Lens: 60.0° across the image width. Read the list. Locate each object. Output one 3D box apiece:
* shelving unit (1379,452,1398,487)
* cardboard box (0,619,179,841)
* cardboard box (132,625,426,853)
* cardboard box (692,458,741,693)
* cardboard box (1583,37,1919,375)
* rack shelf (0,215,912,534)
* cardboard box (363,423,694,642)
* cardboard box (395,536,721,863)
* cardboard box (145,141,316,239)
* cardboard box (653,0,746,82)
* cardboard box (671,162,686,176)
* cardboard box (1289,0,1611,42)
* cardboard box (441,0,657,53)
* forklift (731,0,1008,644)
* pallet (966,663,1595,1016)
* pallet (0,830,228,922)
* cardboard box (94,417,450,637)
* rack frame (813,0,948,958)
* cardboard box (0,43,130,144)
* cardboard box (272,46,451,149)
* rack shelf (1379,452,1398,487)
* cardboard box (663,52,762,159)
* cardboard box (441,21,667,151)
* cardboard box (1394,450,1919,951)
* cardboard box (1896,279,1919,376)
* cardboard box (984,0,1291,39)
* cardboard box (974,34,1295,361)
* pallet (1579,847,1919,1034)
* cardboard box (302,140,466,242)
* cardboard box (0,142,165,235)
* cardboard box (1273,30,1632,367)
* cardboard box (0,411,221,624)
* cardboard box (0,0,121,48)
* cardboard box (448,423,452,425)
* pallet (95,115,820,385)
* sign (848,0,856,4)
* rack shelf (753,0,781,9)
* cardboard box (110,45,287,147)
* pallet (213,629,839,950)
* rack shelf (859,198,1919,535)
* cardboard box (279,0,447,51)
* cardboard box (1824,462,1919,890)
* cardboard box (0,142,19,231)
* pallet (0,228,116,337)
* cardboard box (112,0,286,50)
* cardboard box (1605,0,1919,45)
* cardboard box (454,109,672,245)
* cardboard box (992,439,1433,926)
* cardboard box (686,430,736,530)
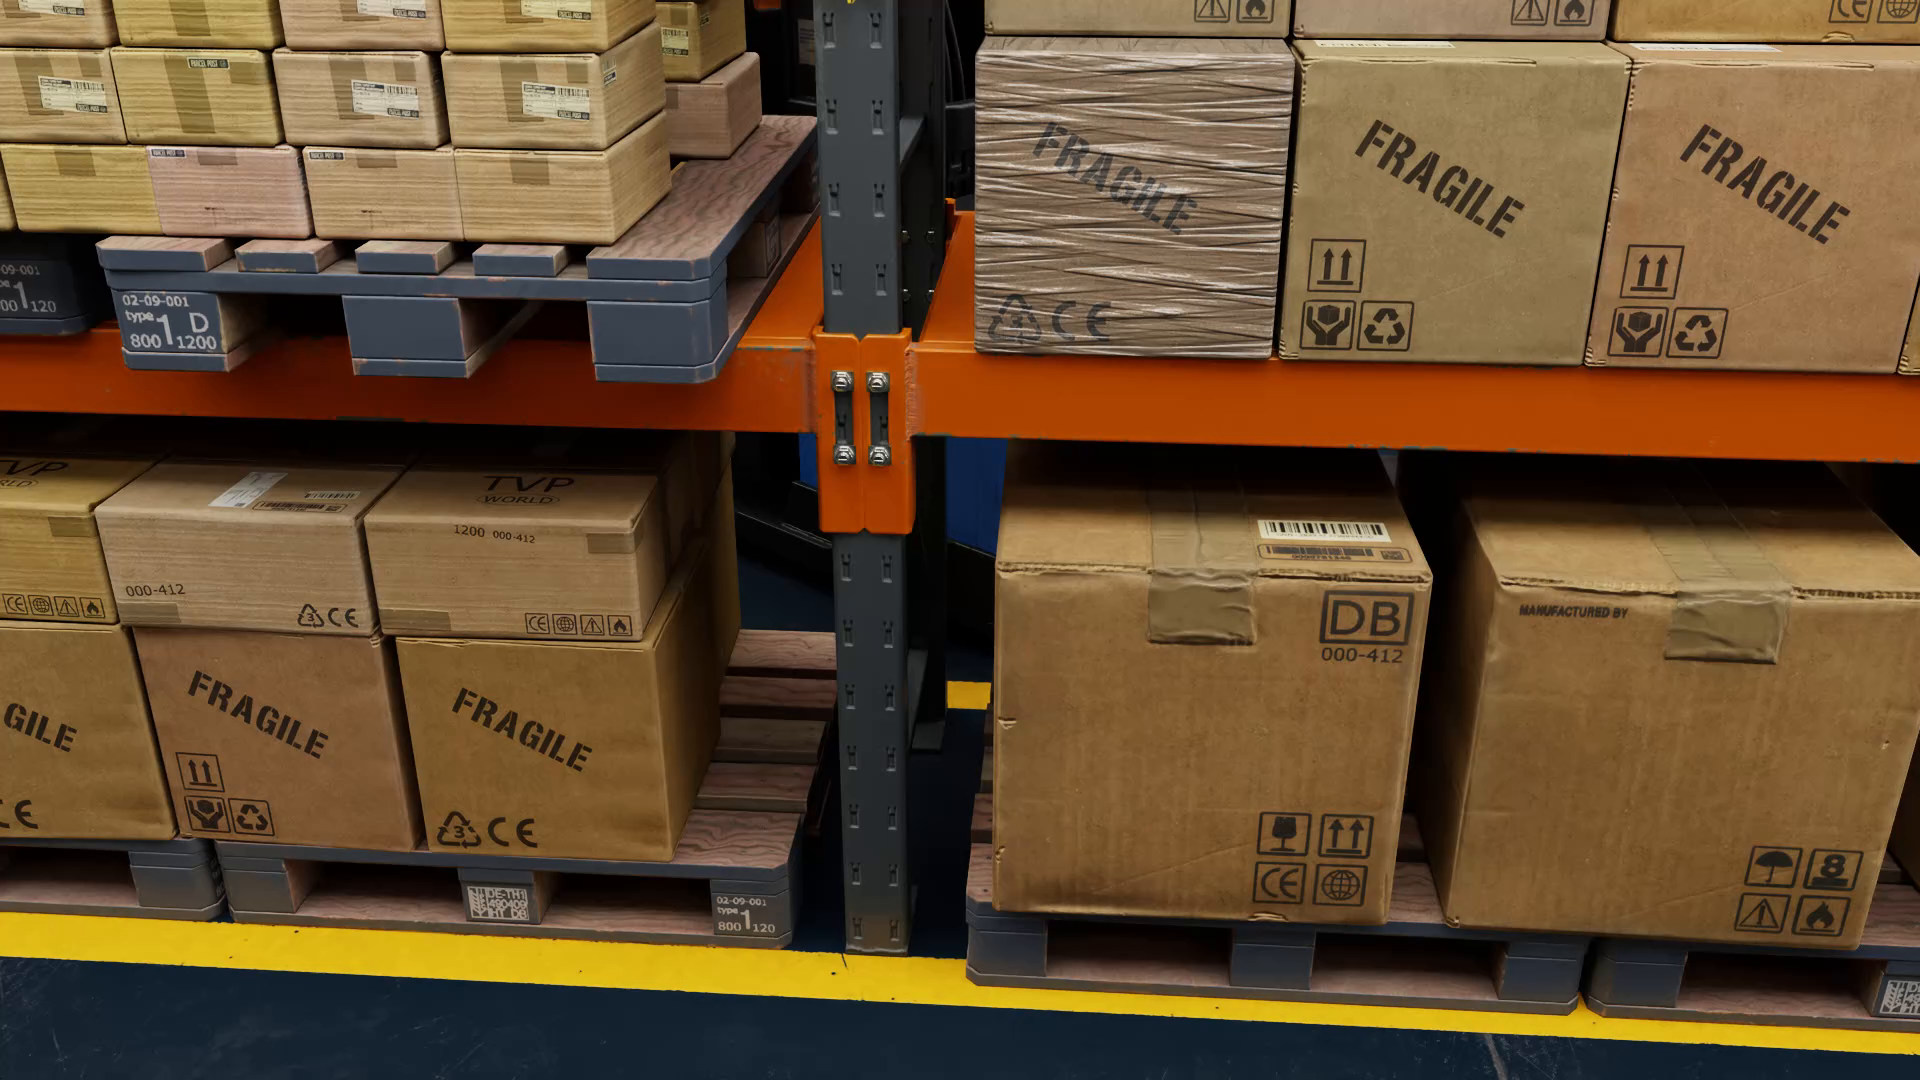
[{"bbox_3d":[0.909,-0.593,4.027,0.503,2.100,0.431,2,25,5],"label":"shelving unit"},{"bbox_3d":[-1.855,0.284,3.531,0.500,0.500,0.500,1,25,2],"label":"cardboard box"},{"bbox_3d":[-1.326,0.295,3.509,0.500,0.500,0.500,3,25,6],"label":"cardboard box"},{"bbox_3d":[-0.818,0.096,3.941,0.500,0.500,0.500,1,25,2],"label":"cardboard box"},{"bbox_3d":[1.304,-0.607,2.861,0.500,0.500,0.500,2,25,4],"label":"cardboard box"},{"bbox_3d":[-2.127,-0.457,3.516,4.000,0.370,1.077,2,25,4],"label":"rack shelf"},{"bbox_3d":[-0.834,-0.028,3.314,0.500,0.250,0.500,1,25,3],"label":"cardboard box"},{"bbox_3d":[-0.809,0.313,3.470,0.500,0.500,0.500,2,25,4],"label":"cardboard box"},{"bbox_3d":[-1.163,-0.638,2.845,0.250,0.149,0.380,2,25,5],"label":"cardboard box"},{"bbox_3d":[-0.599,-1.031,3.344,0.250,0.149,0.380,3,25,6],"label":"cardboard box"},{"bbox_3d":[-1.426,-2.099,8.262,0.875,0.875,0.875,2,25,5],"label":"cardboard box"},{"bbox_3d":[0.819,-1.185,2.922,0.500,0.500,0.700,1,25,3],"label":"cardboard box"},{"bbox_3d":[-0.656,-0.891,2.685,0.250,0.149,0.380,1,25,2],"label":"cardboard box"},{"bbox_3d":[-0.462,-1.506,5.016,3.031,2.935,1.130,21,32,37],"label":"forklift"},{"bbox_3d":[0.648,0.603,3.686,1.213,0.211,1.003,2,25,4],"label":"pallet"},{"bbox_3d":[-2.125,0.481,3.952,1.213,0.211,1.003,2,25,4],"label":"pallet"},{"bbox_3d":[-1.339,-0.040,3.339,0.500,0.250,0.500,2,25,5],"label":"cardboard box"},{"bbox_3d":[-0.132,-0.720,3.226,0.127,3.000,1.000,2,25,4],"label":"rack frame"},{"bbox_3d":[-1.438,-0.781,2.801,0.250,0.149,0.380,2,25,4],"label":"cardboard box"},{"bbox_3d":[-0.926,-0.766,2.768,0.250,0.149,0.380,3,25,6],"label":"cardboard box"},{"bbox_3d":[0.909,0.055,4.326,0.480,0.518,0.431,2,25,5],"label":"rack shelf"},{"bbox_3d":[-0.563,-0.895,3.405,0.250,0.149,0.380,2,25,3],"label":"cardboard box"},{"bbox_3d":[-0.660,-0.758,2.751,0.250,0.149,0.380,2,25,5],"label":"cardboard box"},{"bbox_3d":[1.340,0.195,3.427,0.750,0.750,1.050,2,25,5],"label":"cardboard box"},{"bbox_3d":[1.801,-0.590,2.825,0.500,0.500,0.500,2,25,3],"label":"cardboard box"},{"bbox_3d":[0.314,-1.201,2.956,0.500,0.500,0.700,2,25,4],"label":"cardboard box"},{"bbox_3d":[0.294,-0.638,2.929,0.500,0.500,0.500,2,25,5],"label":"cardboard box"},{"bbox_3d":[1.861,0.644,3.599,1.213,0.211,1.003,2,25,4],"label":"pallet"},{"bbox_3d":[-0.907,-0.629,2.828,0.250,0.149,0.380,2,25,4],"label":"cardboard box"},{"bbox_3d":[-1.412,-0.647,2.866,0.250,0.149,0.380,2,25,3],"label":"cardboard box"},{"bbox_3d":[0.802,-0.623,2.897,0.500,0.500,0.500,2,25,3],"label":"cardboard box"},{"bbox_3d":[-1.844,-0.063,3.389,0.500,0.250,0.500,2,25,5],"label":"cardboard box"},{"bbox_3d":[-1.434,-0.916,2.738,0.250,0.149,0.380,3,25,6],"label":"cardboard box"},{"bbox_3d":[-1.307,-0.255,3.807,0.500,0.250,0.500,2,25,3],"label":"cardboard box"},{"bbox_3d":[-0.851,-0.611,3.219,1.003,0.211,1.213,2,25,4],"label":"pallet"},{"bbox_3d":[-0.165,-0.983,2.508,0.005,0.325,0.100,2,25,4],"label":"sign"},{"bbox_3d":[-1.848,-2.523,8.006,4.000,0.370,1.077,2,25,4],"label":"rack shelf"},{"bbox_3d":[-1.189,-0.773,2.784,0.250,0.149,0.380,2,25,5],"label":"cardboard box"},{"bbox_3d":[-0.912,0.521,3.865,1.213,0.211,1.003,2,25,4],"label":"pallet"},{"bbox_3d":[1.862,-0.329,3.237,4.000,0.370,1.077,2,25,4],"label":"rack shelf"},{"bbox_3d":[-0.906,-0.900,2.705,0.250,0.149,0.380,2,25,3],"label":"cardboard box"},{"bbox_3d":[2.268,0.224,3.363,0.750,0.750,1.050,2,25,4],"label":"cardboard box"},{"bbox_3d":[-1.680,-0.655,2.883,0.250,0.149,0.380,1,25,2],"label":"cardboard box"},{"bbox_3d":[-2.109,-0.679,3.367,1.213,0.211,1.003,2,25,4],"label":"pallet"},{"bbox_3d":[-1.168,-0.909,2.723,0.250,0.149,0.380,3,25,6],"label":"cardboard box"},{"bbox_3d":[1.330,-1.170,2.888,0.500,0.500,0.700,1,25,3],"label":"cardboard box"},{"bbox_3d":[-0.660,-0.621,2.809,0.250,0.149,0.380,2,25,5],"label":"cardboard box"},{"bbox_3d":[0.468,0.168,3.485,0.750,0.750,1.050,2,25,3],"label":"cardboard box"},{"bbox_3d":[-0.802,-0.239,3.771,0.500,0.250,0.500,1,25,2],"label":"cardboard box"}]
